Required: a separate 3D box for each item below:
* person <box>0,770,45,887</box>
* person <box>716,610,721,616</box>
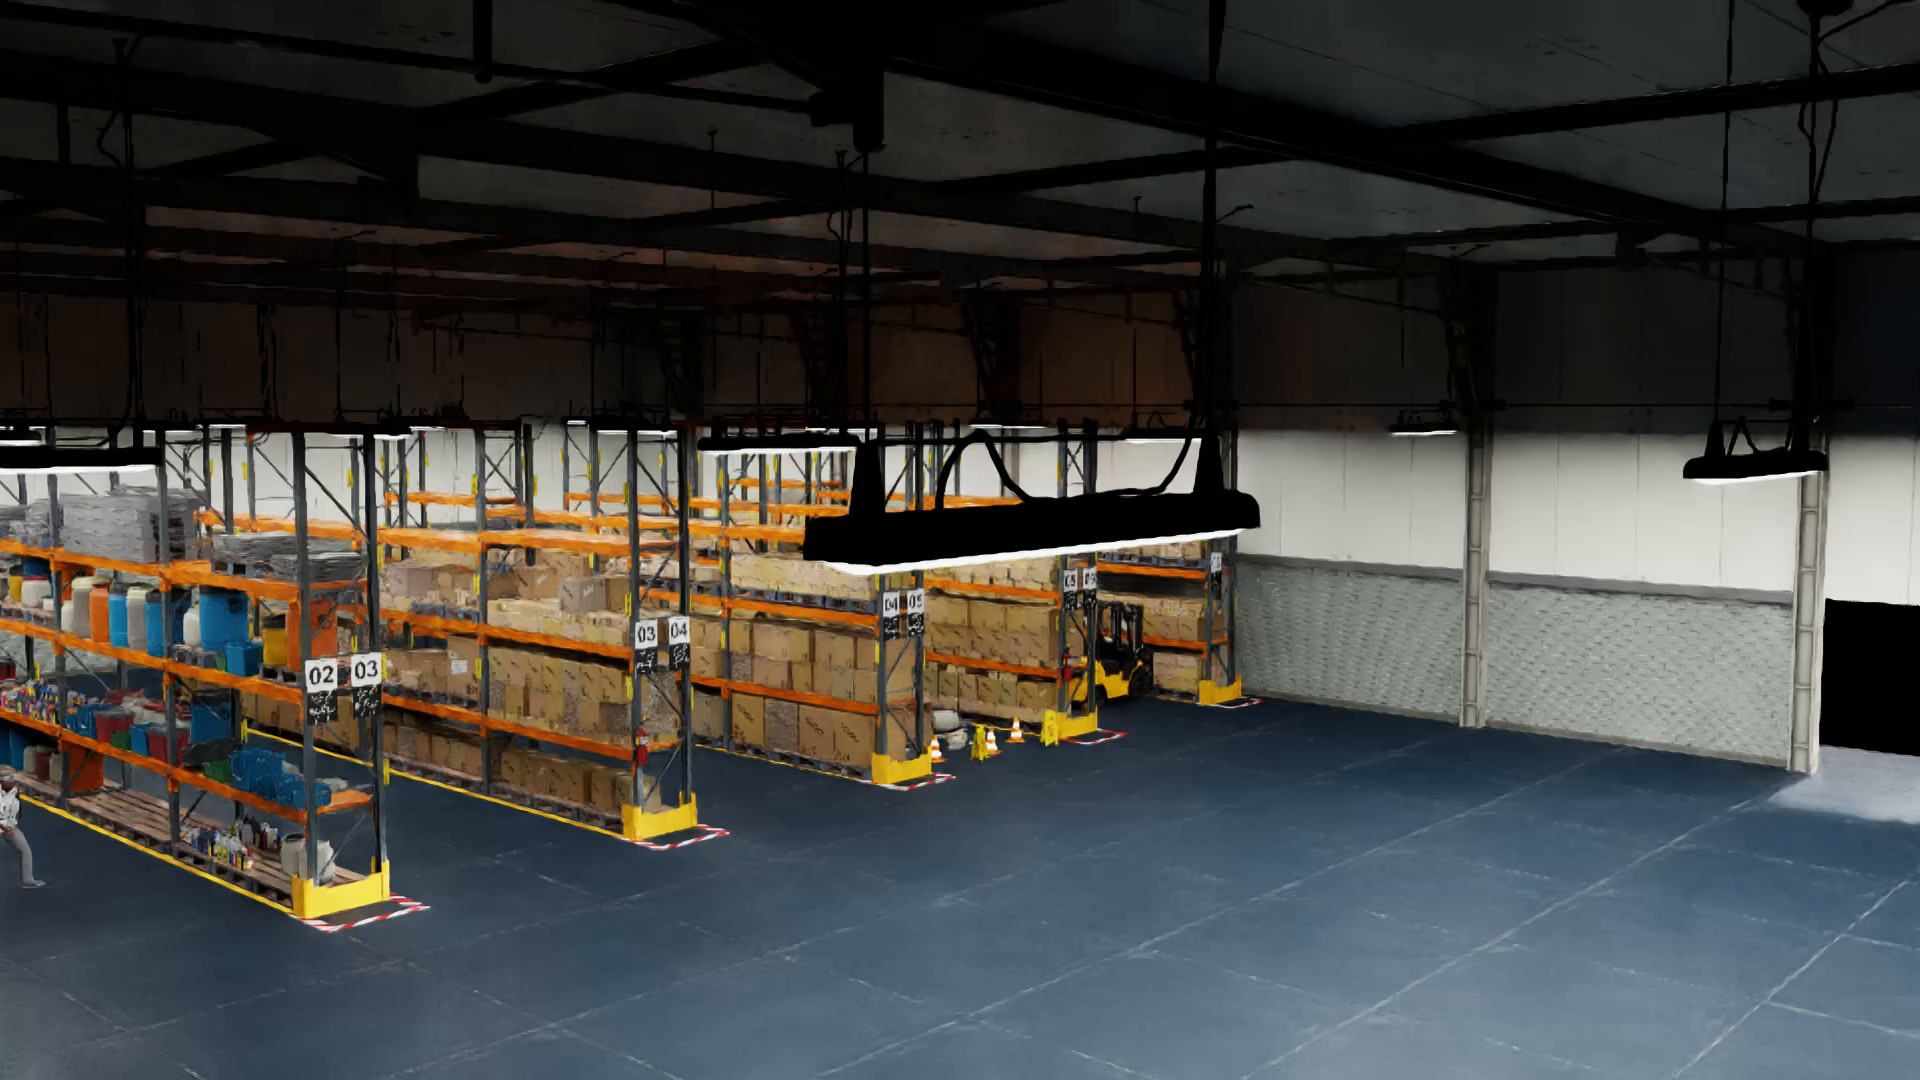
[{"bbox_3d":[-12.449,3.759,21.621,0.822,1.596,0.622,2,5,26],"label":"person"},{"bbox_3d":[-5.268,2.429,36.668,0.490,1.787,0.608,-2,5,-19],"label":"person"}]
